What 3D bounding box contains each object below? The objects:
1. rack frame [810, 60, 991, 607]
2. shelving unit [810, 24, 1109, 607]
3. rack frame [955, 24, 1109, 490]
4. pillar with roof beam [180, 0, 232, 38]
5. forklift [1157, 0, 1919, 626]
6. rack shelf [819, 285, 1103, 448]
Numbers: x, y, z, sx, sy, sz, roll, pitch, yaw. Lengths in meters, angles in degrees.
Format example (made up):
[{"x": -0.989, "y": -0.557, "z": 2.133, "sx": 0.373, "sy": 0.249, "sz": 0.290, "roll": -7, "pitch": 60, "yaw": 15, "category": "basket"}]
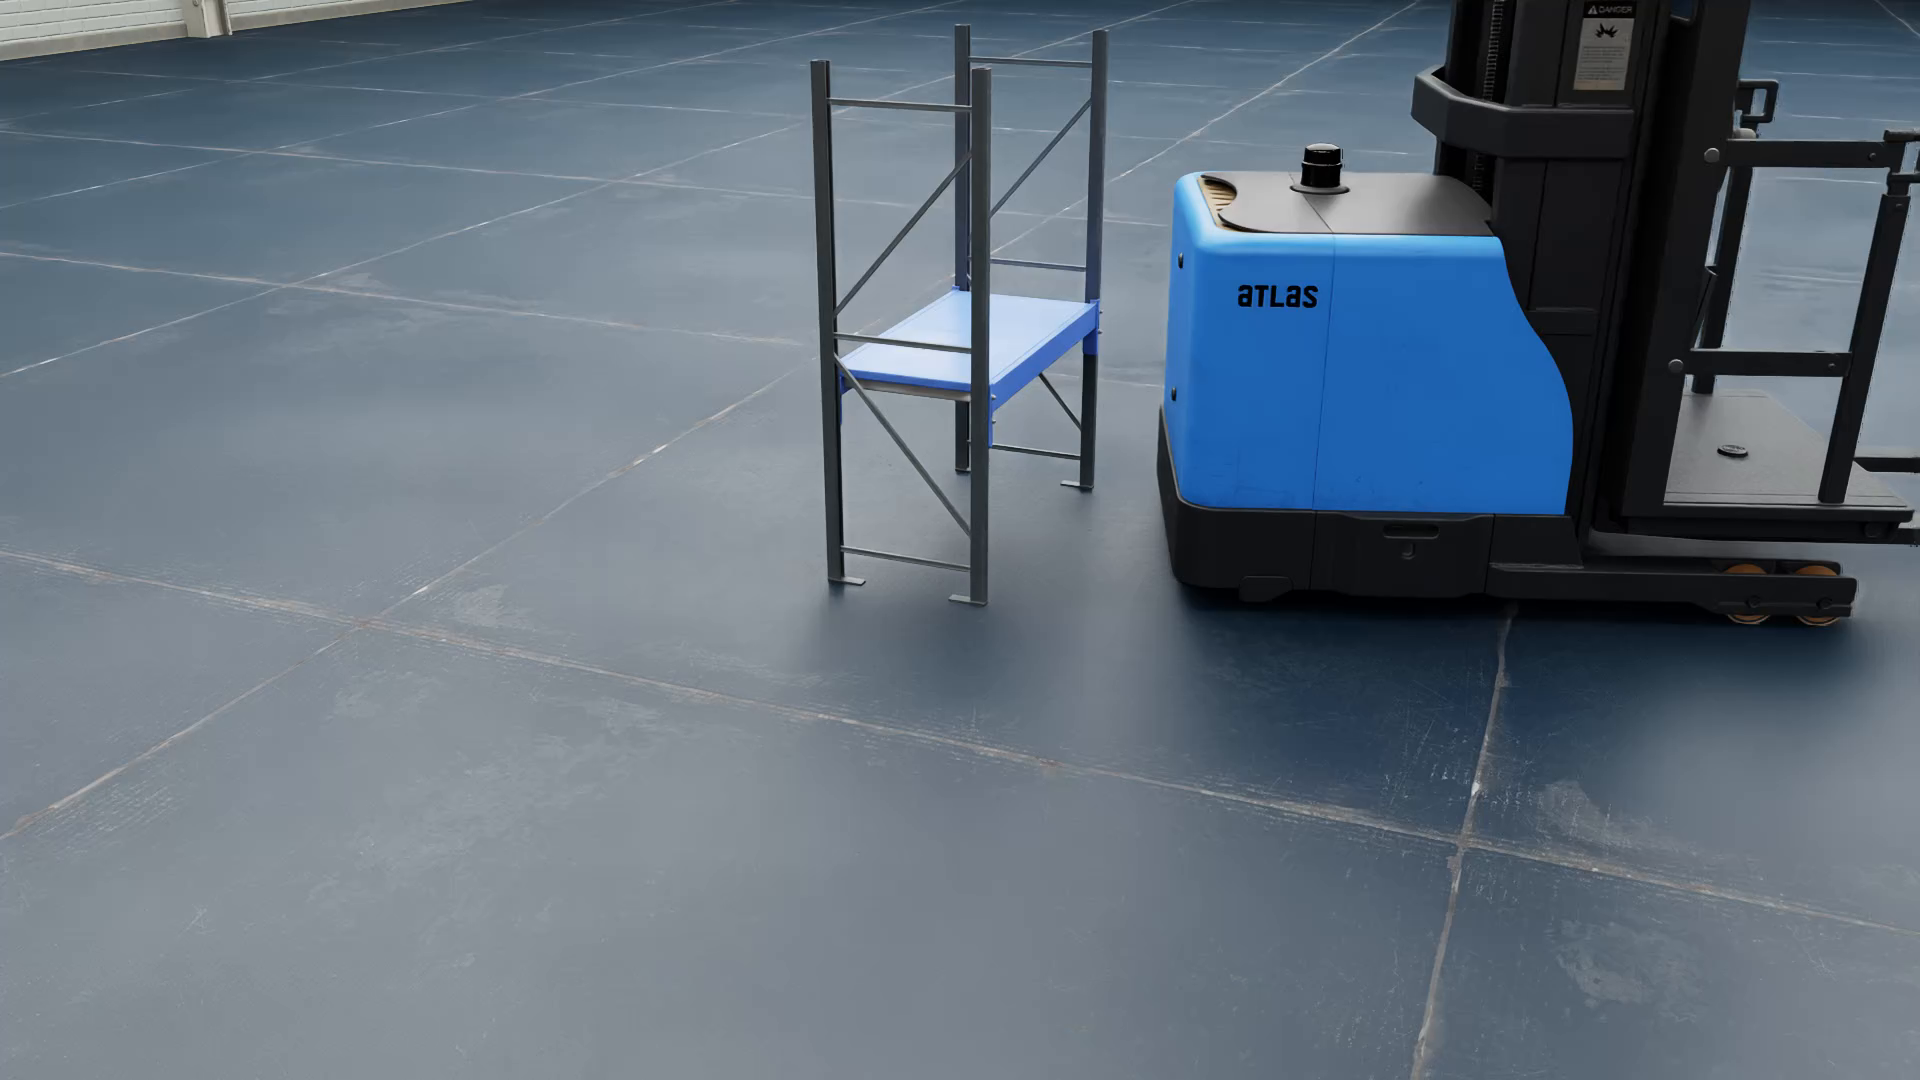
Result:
[{"x": -0.157, "y": -0.541, "z": 4.599, "sx": 0.500, "sy": 1.500, "sz": 0.032, "roll": 9, "pitch": 24, "yaw": 20, "category": "rack frame"}, {"x": 0.032, "y": -0.723, "z": 5.034, "sx": 0.538, "sy": 1.500, "sz": 1.048, "roll": 9, "pitch": 24, "yaw": 20, "category": "shelving unit"}, {"x": 0.220, "y": -0.904, "z": 5.470, "sx": 0.500, "sy": 1.500, "sz": 0.032, "roll": 9, "pitch": 24, "yaw": 20, "category": "rack frame"}, {"x": -4.659, "y": -9.356, "z": 15.973, "sx": 9.100, "sy": 9.000, "sz": 0.400, "roll": 9, "pitch": 24, "yaw": 20, "category": "pillar with roof beam"}, {"x": 2.154, "y": -1.322, "z": 4.612, "sx": 3.031, "sy": 2.935, "sz": 1.130, "roll": 1, "pitch": 23, "yaw": 3, "category": "forklift"}, {"x": 0.032, "y": -0.557, "z": 5.103, "sx": 0.538, "sy": 0.185, "sz": 1.000, "roll": 9, "pitch": 24, "yaw": 20, "category": "rack shelf"}]
